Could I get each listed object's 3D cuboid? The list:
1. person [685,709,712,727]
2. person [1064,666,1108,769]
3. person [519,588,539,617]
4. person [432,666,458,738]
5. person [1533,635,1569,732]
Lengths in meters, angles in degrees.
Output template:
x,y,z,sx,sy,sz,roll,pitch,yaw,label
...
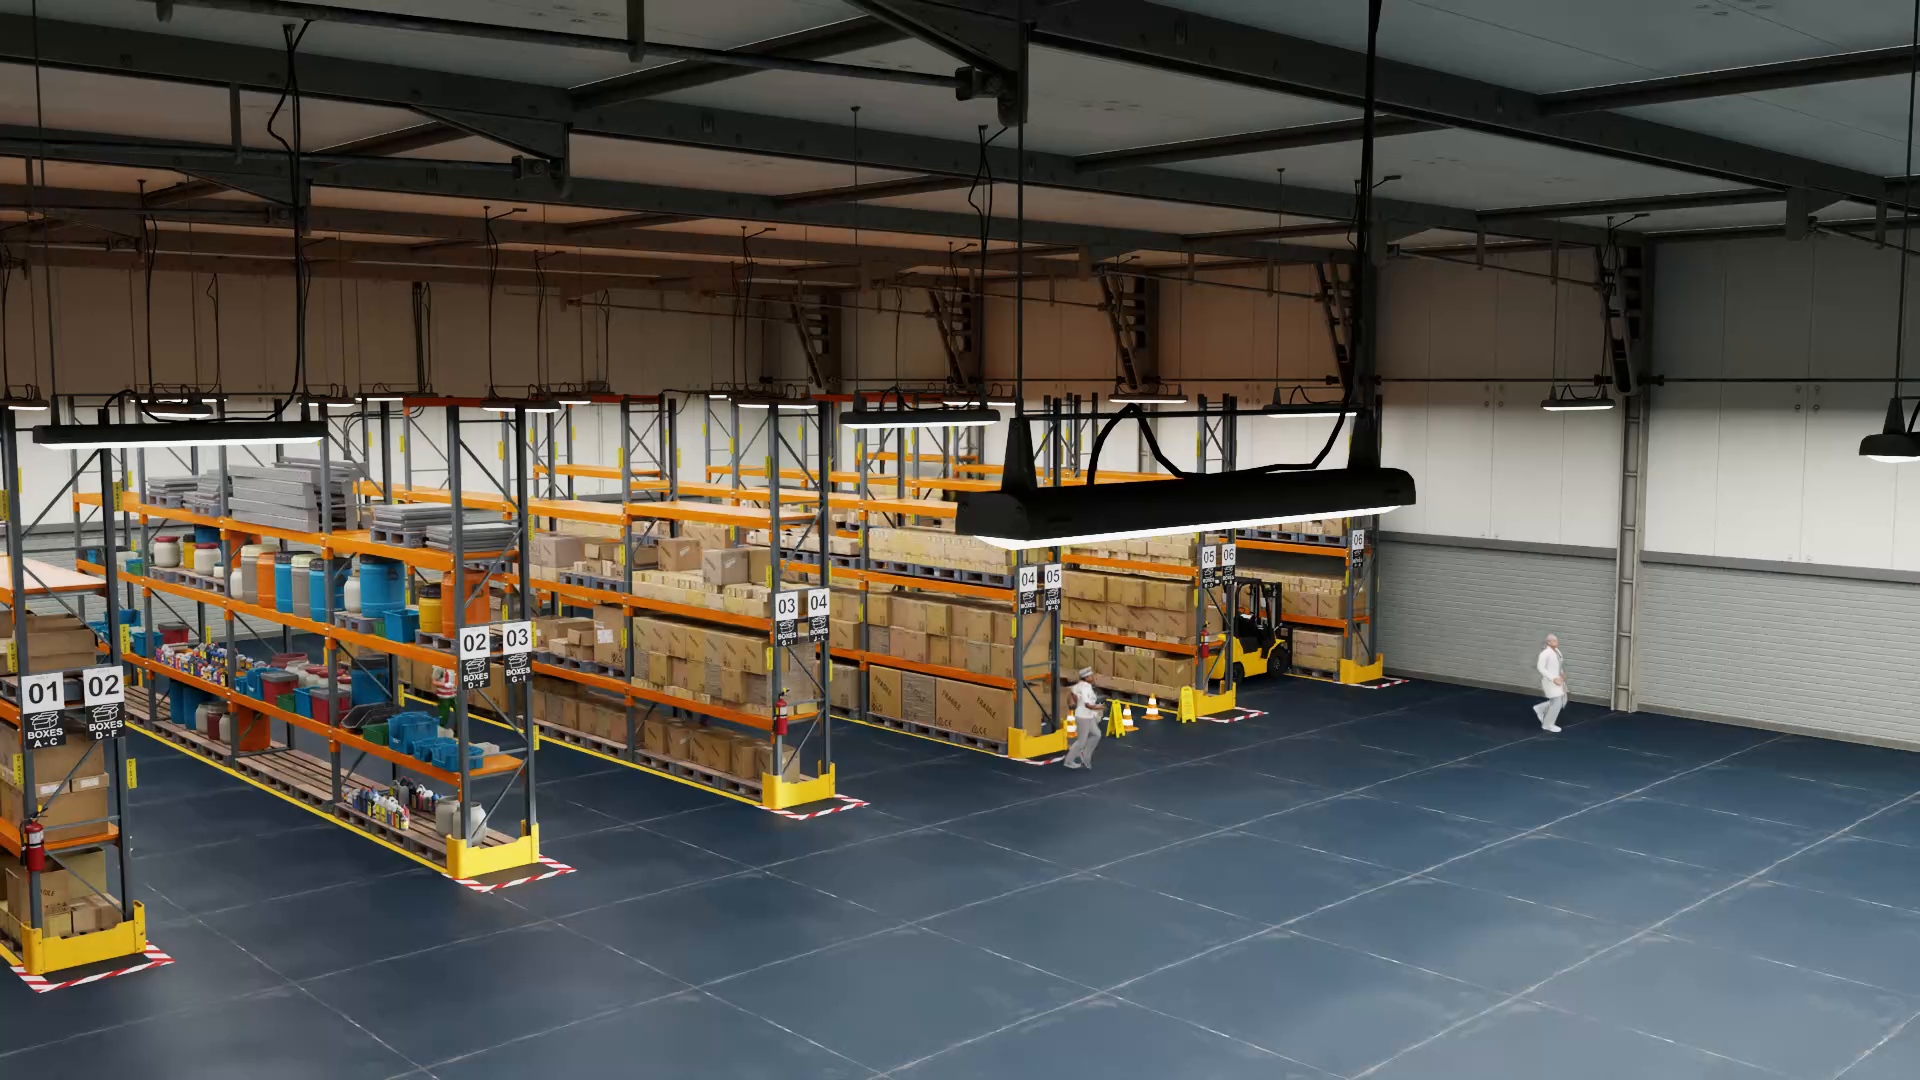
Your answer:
x,y,z,sx,sy,sz,roll,pitch,yaw,label
-4.753,2.616,30.405,0.575,1.599,0.614,5,7,40,person
2.040,2.905,26.940,0.714,1.745,0.596,0,6,4,person
-9.721,1.875,37.221,0.691,1.742,0.661,-4,7,-33,person
-8.731,2.706,28.392,0.763,1.823,0.636,4,7,39,person
10.663,2.570,30.041,0.602,1.745,0.711,5,7,42,person
